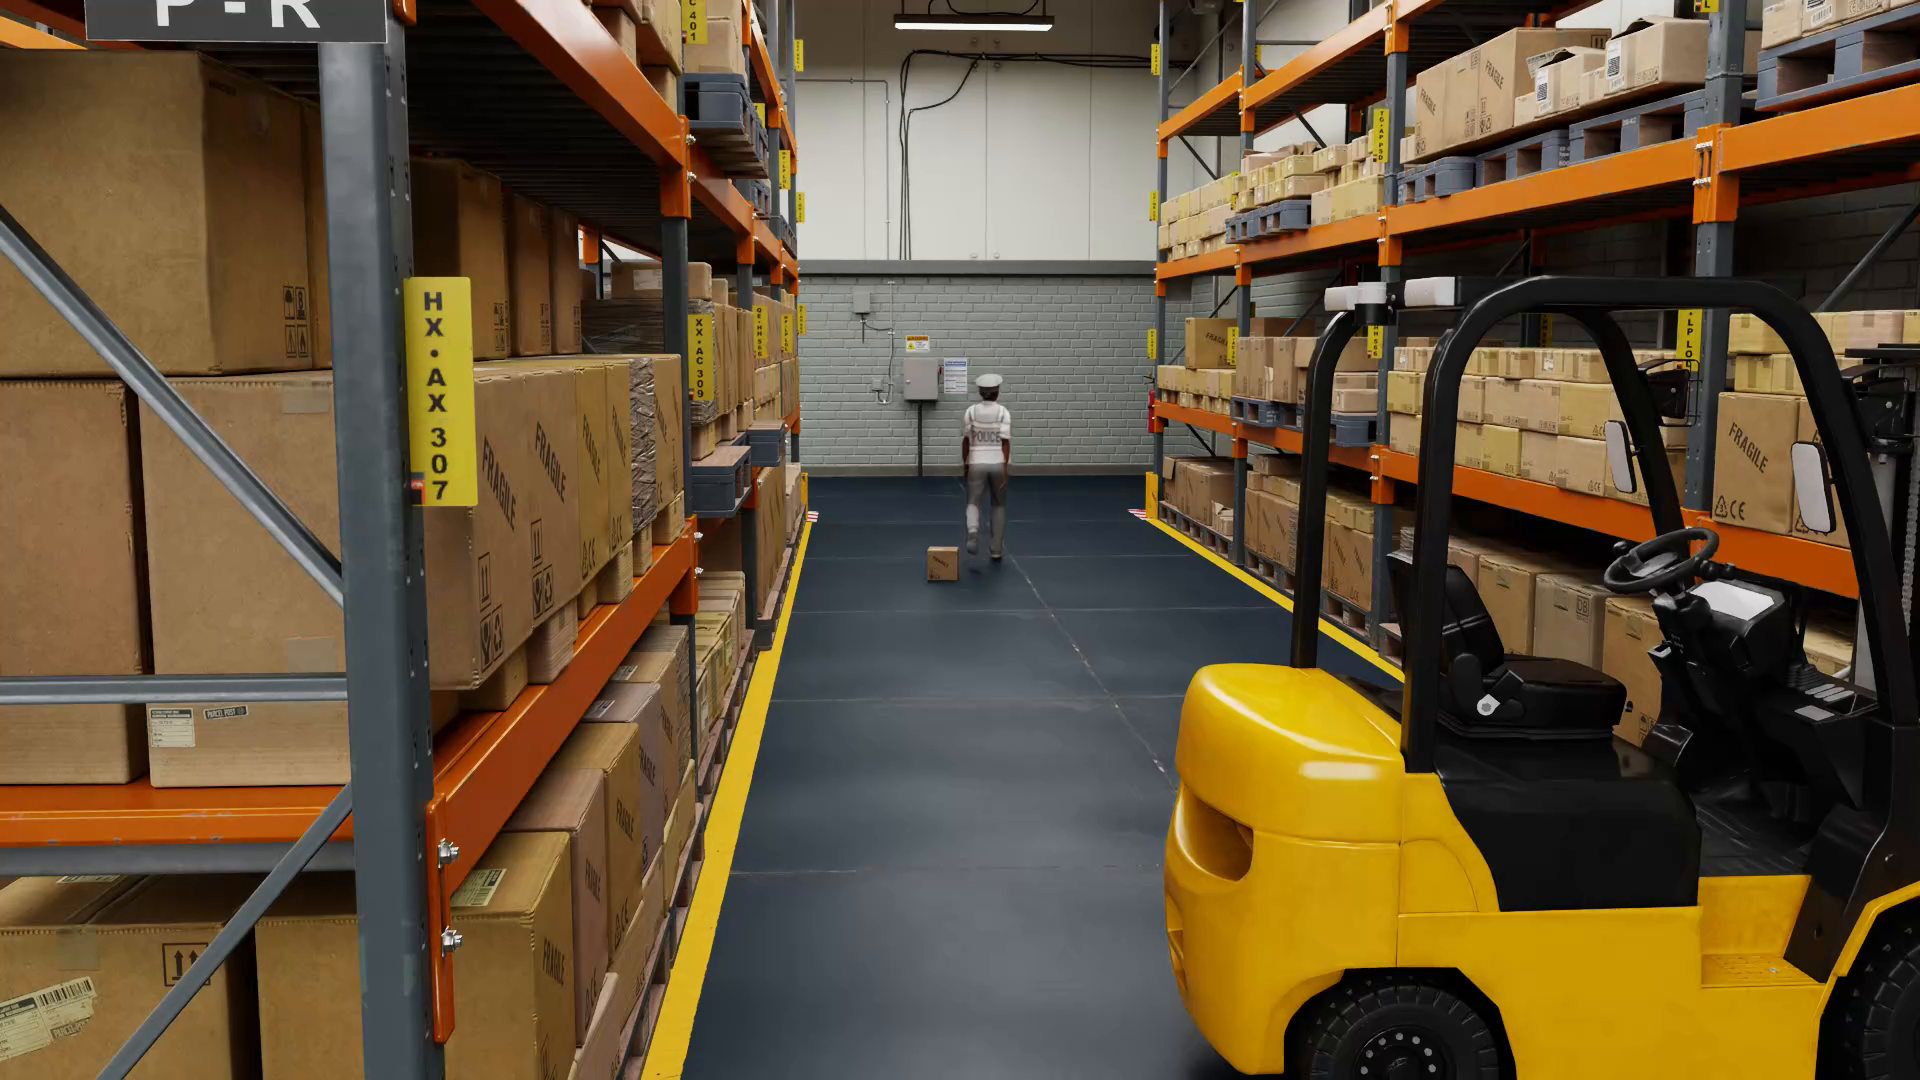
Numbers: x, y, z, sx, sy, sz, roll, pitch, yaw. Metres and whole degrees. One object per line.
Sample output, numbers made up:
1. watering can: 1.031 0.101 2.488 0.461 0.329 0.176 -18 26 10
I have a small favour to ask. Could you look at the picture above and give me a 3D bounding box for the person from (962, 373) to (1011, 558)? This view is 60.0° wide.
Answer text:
1. person: 0.234 -0.645 14.819 0.444 1.665 0.741 1 7 4
